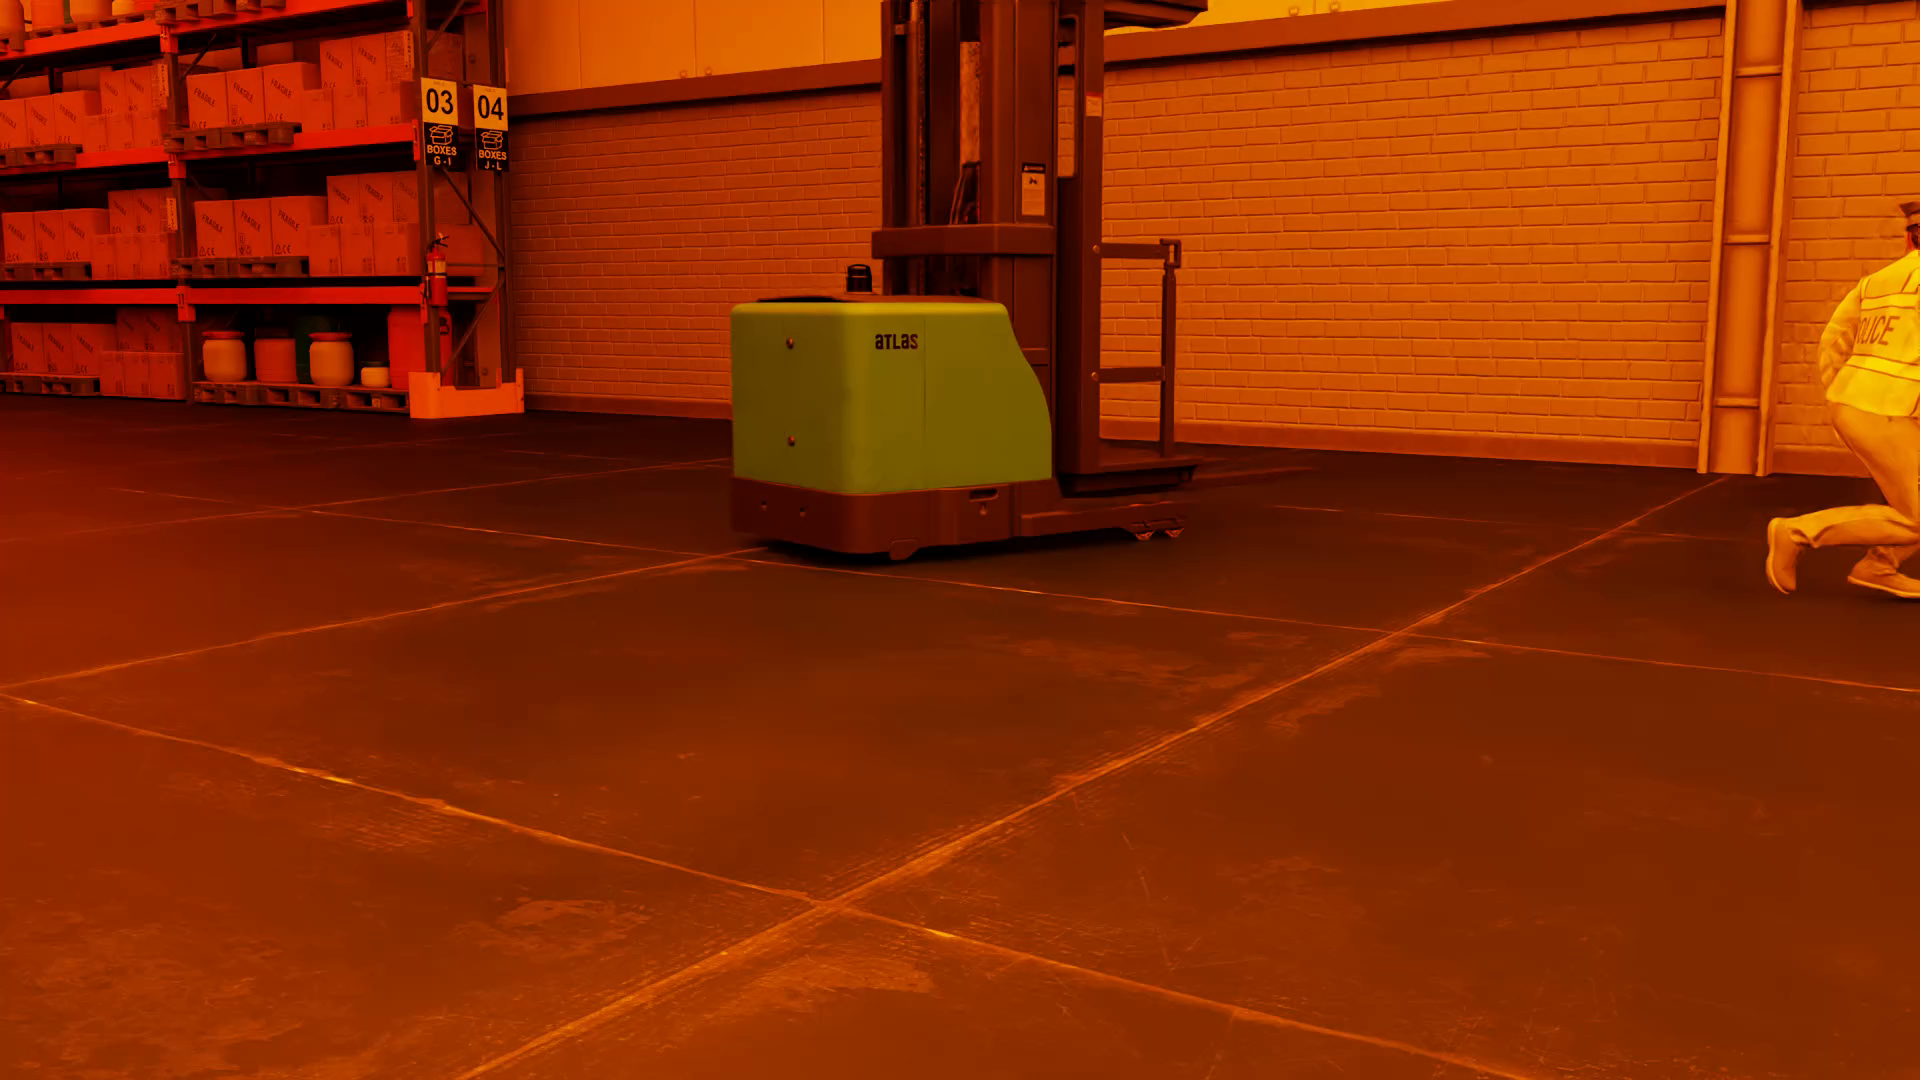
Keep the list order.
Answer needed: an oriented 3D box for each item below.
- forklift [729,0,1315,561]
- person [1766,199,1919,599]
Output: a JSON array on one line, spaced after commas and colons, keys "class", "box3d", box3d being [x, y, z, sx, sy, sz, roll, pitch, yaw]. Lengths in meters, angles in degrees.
[{"class": "forklift", "box3d": [0.446, -1.507, 7.791, 3.031, 2.935, 1.130, -6, 10, -37]}, {"class": "person", "box3d": [3.291, -0.501, 5.972, 0.682, 1.424, 0.635, 2, 8, 15]}]
